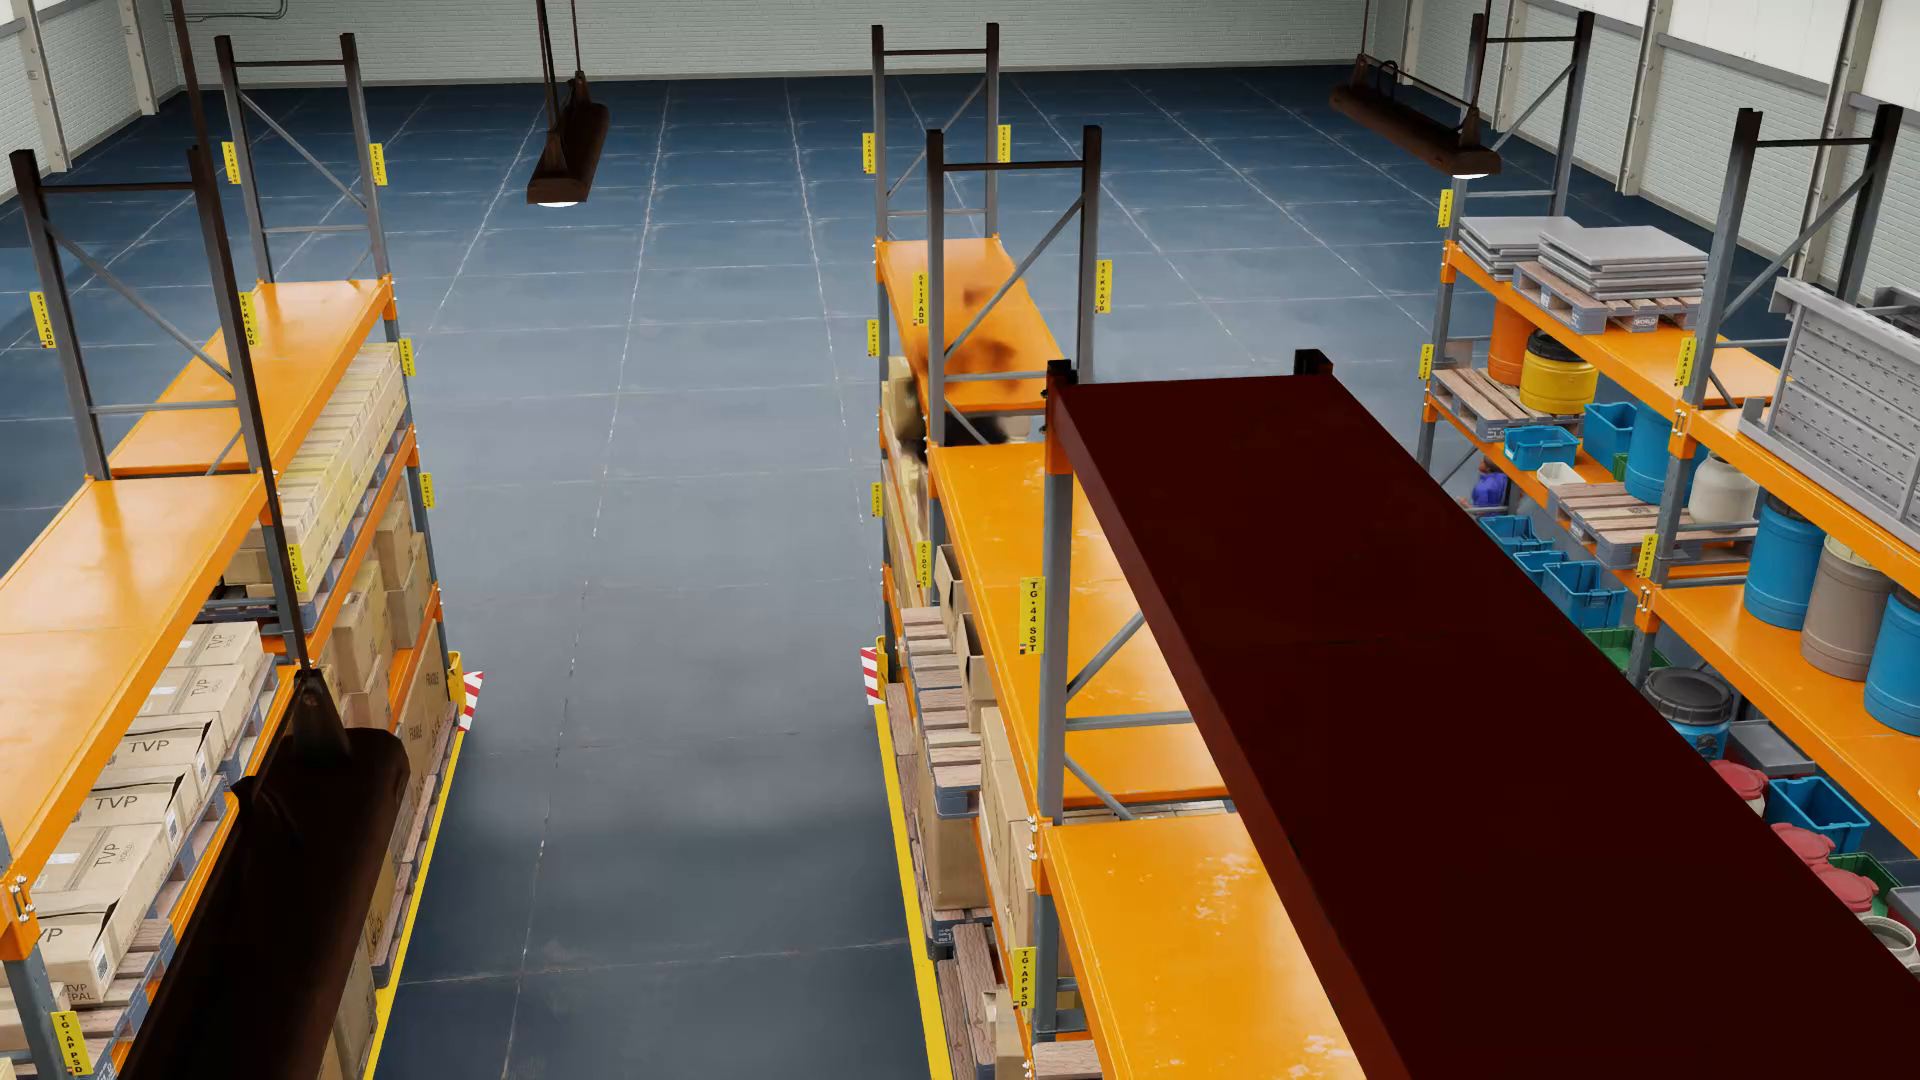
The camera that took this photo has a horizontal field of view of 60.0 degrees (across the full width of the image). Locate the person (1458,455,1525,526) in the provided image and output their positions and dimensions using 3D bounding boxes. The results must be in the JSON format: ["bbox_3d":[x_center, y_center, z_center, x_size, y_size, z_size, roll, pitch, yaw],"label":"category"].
[{"bbox_3d":[5.383,-0.091,16.843,0.801,1.683,0.569,22,33,38],"label":"person"}]
